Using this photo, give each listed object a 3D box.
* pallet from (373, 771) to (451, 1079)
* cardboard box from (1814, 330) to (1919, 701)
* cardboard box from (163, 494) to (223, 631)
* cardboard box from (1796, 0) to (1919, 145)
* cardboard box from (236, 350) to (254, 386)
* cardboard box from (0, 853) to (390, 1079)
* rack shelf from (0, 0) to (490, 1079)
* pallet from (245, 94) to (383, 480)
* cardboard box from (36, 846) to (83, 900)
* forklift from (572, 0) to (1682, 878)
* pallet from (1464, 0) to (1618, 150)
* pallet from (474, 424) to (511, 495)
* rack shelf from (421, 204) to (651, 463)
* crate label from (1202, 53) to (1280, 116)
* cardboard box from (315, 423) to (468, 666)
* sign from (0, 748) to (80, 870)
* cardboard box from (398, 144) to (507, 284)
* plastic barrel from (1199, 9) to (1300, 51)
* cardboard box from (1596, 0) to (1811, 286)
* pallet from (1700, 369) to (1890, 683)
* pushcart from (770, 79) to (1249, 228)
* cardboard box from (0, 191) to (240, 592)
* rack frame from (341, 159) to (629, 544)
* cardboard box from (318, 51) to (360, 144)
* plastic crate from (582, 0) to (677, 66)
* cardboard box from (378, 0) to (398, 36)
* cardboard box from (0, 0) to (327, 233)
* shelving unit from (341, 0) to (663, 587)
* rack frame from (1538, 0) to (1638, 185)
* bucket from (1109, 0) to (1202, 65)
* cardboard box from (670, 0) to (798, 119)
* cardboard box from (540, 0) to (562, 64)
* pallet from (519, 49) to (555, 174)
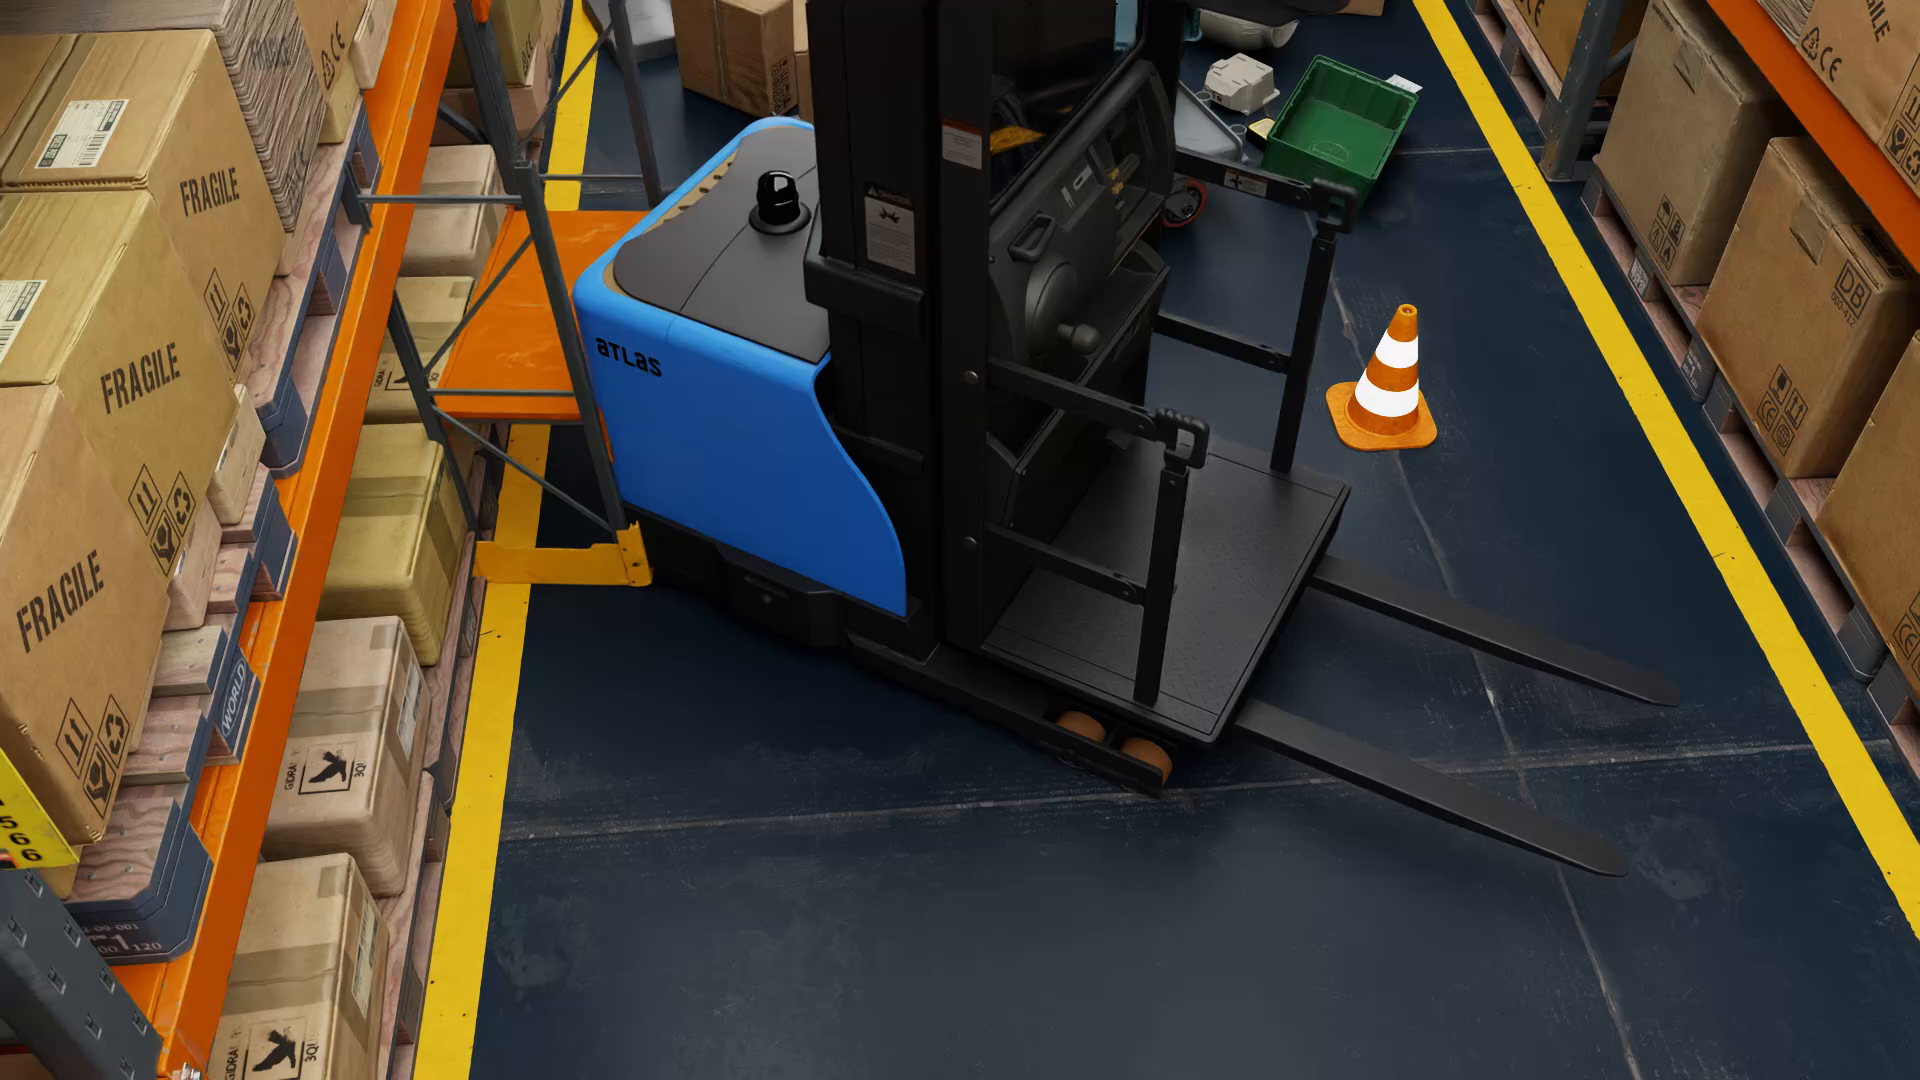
[{"bbox_3d":[-1.833,1.147,4.018,1.003,0.211,1.213,-3,47,-3],"label":"pallet"},{"bbox_3d":[3.117,-0.069,4.510,1.050,0.750,0.750,-3,47,-3],"label":"cardboard box"},{"bbox_3d":[-1.578,0.042,3.028,0.380,0.149,0.250,-6,47,-6],"label":"cardboard box"},{"bbox_3d":[2.678,-1.424,4.464,0.500,0.500,0.500,-4,47,-4],"label":"cardboard box"},{"bbox_3d":[-1.679,-0.328,3.378,0.380,0.149,0.250,-1,47,-1],"label":"cardboard box"},{"bbox_3d":[-1.807,1.104,3.659,0.950,0.372,0.625,-6,47,-6],"label":"cardboard box"},{"bbox_3d":[-1.937,-0.446,4.102,1.077,0.370,4.000,-3,47,-3],"label":"rack shelf"},{"bbox_3d":[-1.976,-0.610,3.894,1.003,0.211,1.213,-3,47,-3],"label":"pallet"},{"bbox_3d":[-1.611,0.450,2.642,0.380,0.149,0.250,-6,47,-6],"label":"cardboard box"},{"bbox_3d":[0.487,-0.749,3.941,3.031,2.935,1.130,21,50,19],"label":"forklift"},{"bbox_3d":[2.834,-2.110,7.103,1.003,0.211,1.213,-3,47,-3],"label":"pallet"},{"bbox_3d":[-2.038,-0.618,5.690,1.003,0.211,1.213,-3,47,-3],"label":"pallet"},{"bbox_3d":[-1.227,-0.653,5.066,0.538,0.185,1.000,1,47,3],"label":"rack shelf"},{"bbox_3d":[1.167,-1.916,6.970,0.298,0.136,0.250,-36,56,-29],"label":"crate label"},{"bbox_3d":[-1.934,0.021,4.684,0.950,0.372,0.625,-2,47,-2],"label":"cardboard box"},{"bbox_3d":[-1.217,0.320,2.084,0.100,0.325,0.005,-3,47,-3],"label":"sign"},{"bbox_3d":[-2.058,-1.002,5.653,0.950,0.372,0.625,-3,47,-3],"label":"cardboard box"},{"bbox_3d":[1.196,-2.356,7.189,0.512,0.421,0.421,27,52,23],"label":"plastic barrel"},{"bbox_3d":[2.962,-1.441,5.809,1.050,0.750,0.750,-4,47,-3],"label":"cardboard box"},{"bbox_3d":[3.065,-0.117,5.215,1.003,0.211,1.213,-3,47,-3],"label":"pallet"},{"bbox_3d":[0.164,-1.413,6.328,1.648,0.377,0.936,-19,49,-17],"label":"pushcart"},{"bbox_3d":[-1.627,-0.243,2.852,0.500,0.500,0.500,-1,47,-1],"label":"cardboard box"},{"bbox_3d":[-1.261,-0.403,4.589,0.500,1.500,0.032,1,47,3],"label":"rack frame"},{"bbox_3d":[-1.715,-1.104,4.113,0.380,0.149,0.250,-4,47,-3],"label":"cardboard box"},{"bbox_3d":[-1.418,-2.322,7.394,0.402,0.080,0.583,-19,49,-17],"label":"plastic crate"},{"bbox_3d":[-1.724,-1.466,4.457,0.380,0.149,0.250,-4,47,-4],"label":"cardboard box"},{"bbox_3d":[-1.712,-0.989,3.558,0.500,0.500,0.500,-5,47,-5],"label":"cardboard box"},{"bbox_3d":[-1.234,-0.769,4.928,0.587,1.500,1.083,1,47,3],"label":"shelving unit"},{"bbox_3d":[2.820,-2.514,5.565,1.000,3.000,0.127,-3,47,-3],"label":"rack frame"},{"bbox_3d":[0.511,-1.869,6.162,0.726,0.611,0.620,11,58,10],"label":"bucket"},{"bbox_3d":[-0.838,-2.139,6.930,0.500,0.500,0.500,27,52,23],"label":"cardboard box"},{"bbox_3d":[-1.940,-2.168,6.842,0.500,0.250,0.500,-1,47,-1],"label":"cardboard box"},{"bbox_3d":[-2.196,-1.665,6.681,1.003,0.211,1.213,-3,47,-3],"label":"pallet"}]
